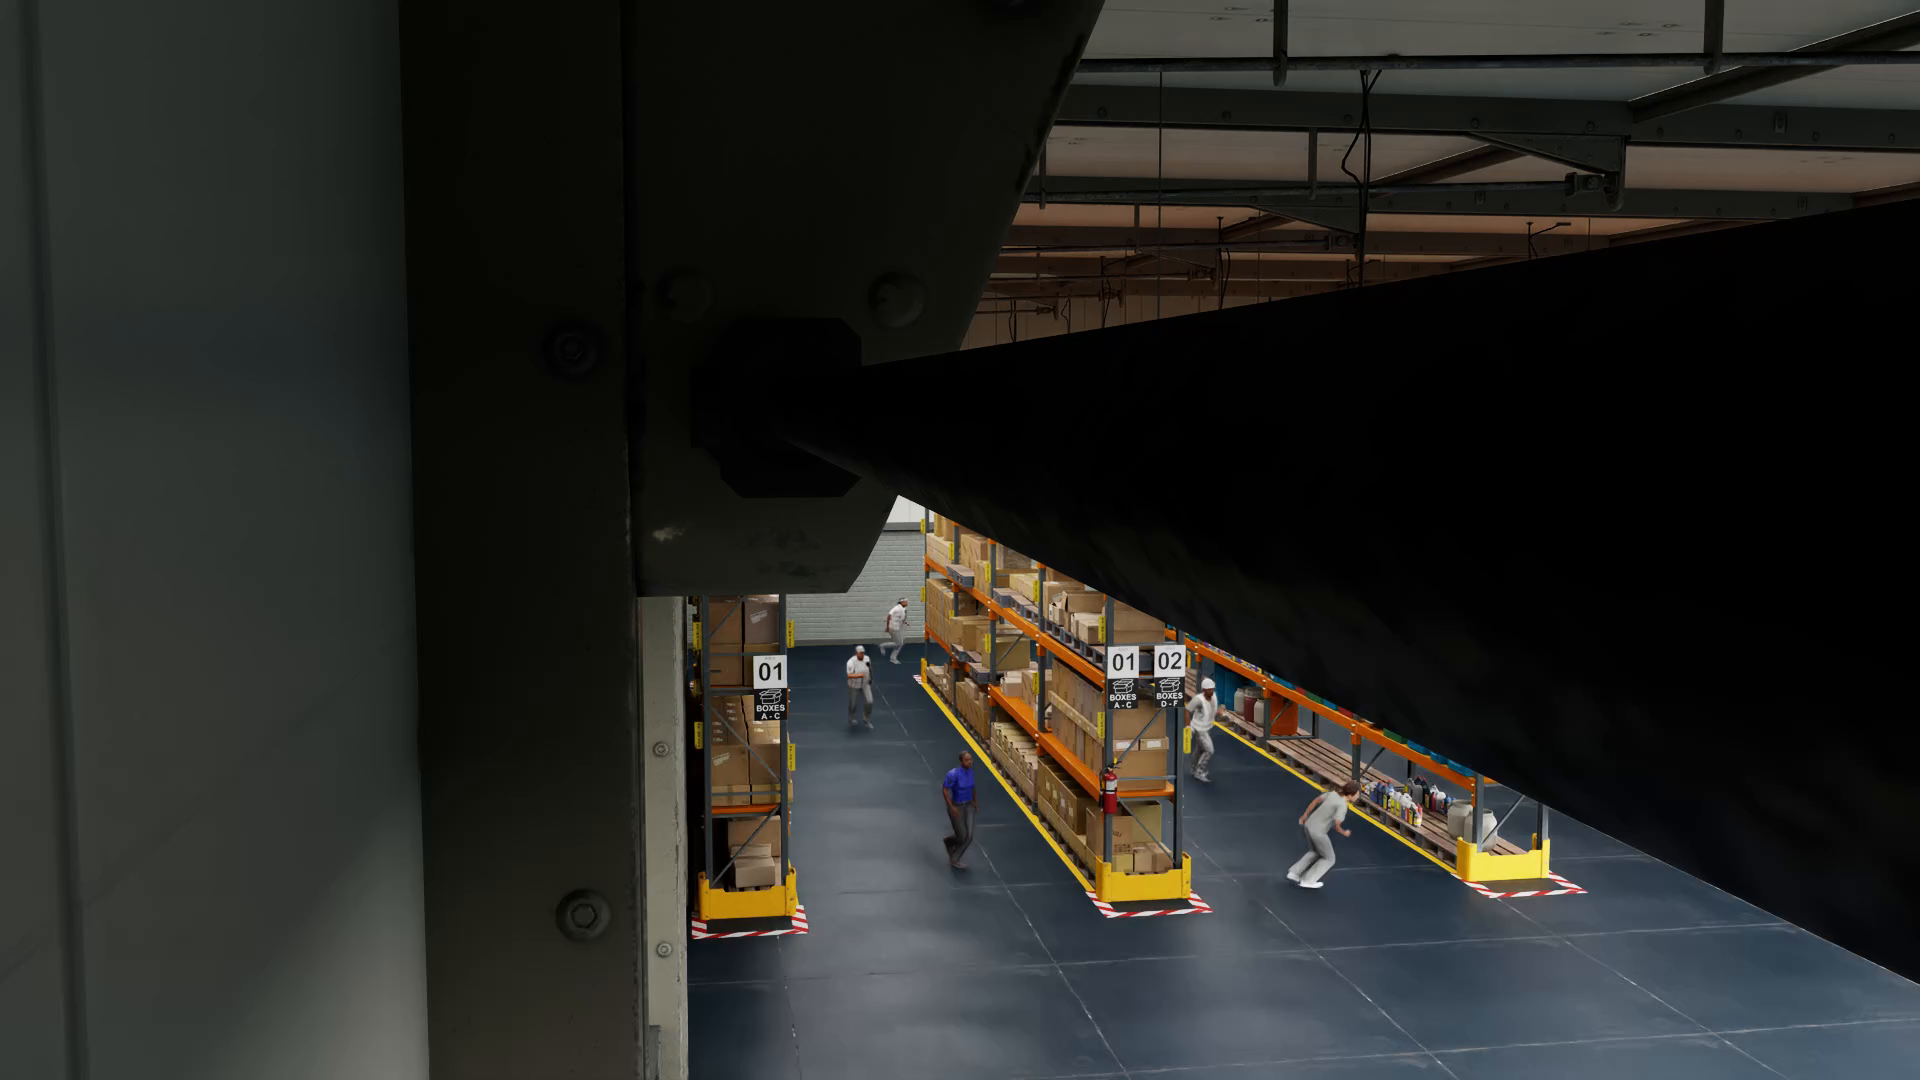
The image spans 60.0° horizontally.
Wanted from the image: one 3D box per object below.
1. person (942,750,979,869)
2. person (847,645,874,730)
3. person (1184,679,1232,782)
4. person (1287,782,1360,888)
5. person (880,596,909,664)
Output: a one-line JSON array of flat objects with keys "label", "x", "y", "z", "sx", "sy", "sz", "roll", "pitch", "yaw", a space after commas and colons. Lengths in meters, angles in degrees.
[{"label": "person", "x": -0.028, "y": 3.587, "z": 22.255, "sx": 0.573, "sy": 1.596, "sz": 0.529, "roll": -4, "pitch": 6, "yaw": -37}, {"label": "person", "x": -1.915, "y": 2.767, "z": 31.431, "sx": 0.535, "sy": 1.616, "sz": 0.904, "roll": -2, "pitch": 5, "yaw": -19}, {"label": "person", "x": 4.032, "y": 3.101, "z": 27.221, "sx": 0.810, "sy": 1.717, "sz": 0.669, "roll": 4, "pitch": 6, "yaw": 35}, {"label": "person", "x": 4.637, "y": 3.779, "z": 21.239, "sx": 0.852, "sy": 1.385, "sz": 0.594, "roll": -1, "pitch": 5, "yaw": -9}, {"label": "person", "x": -1.541, "y": 2.106, "z": 39.148, "sx": 0.703, "sy": 1.624, "sz": 0.560, "roll": 1, "pitch": 5, "yaw": 11}]
